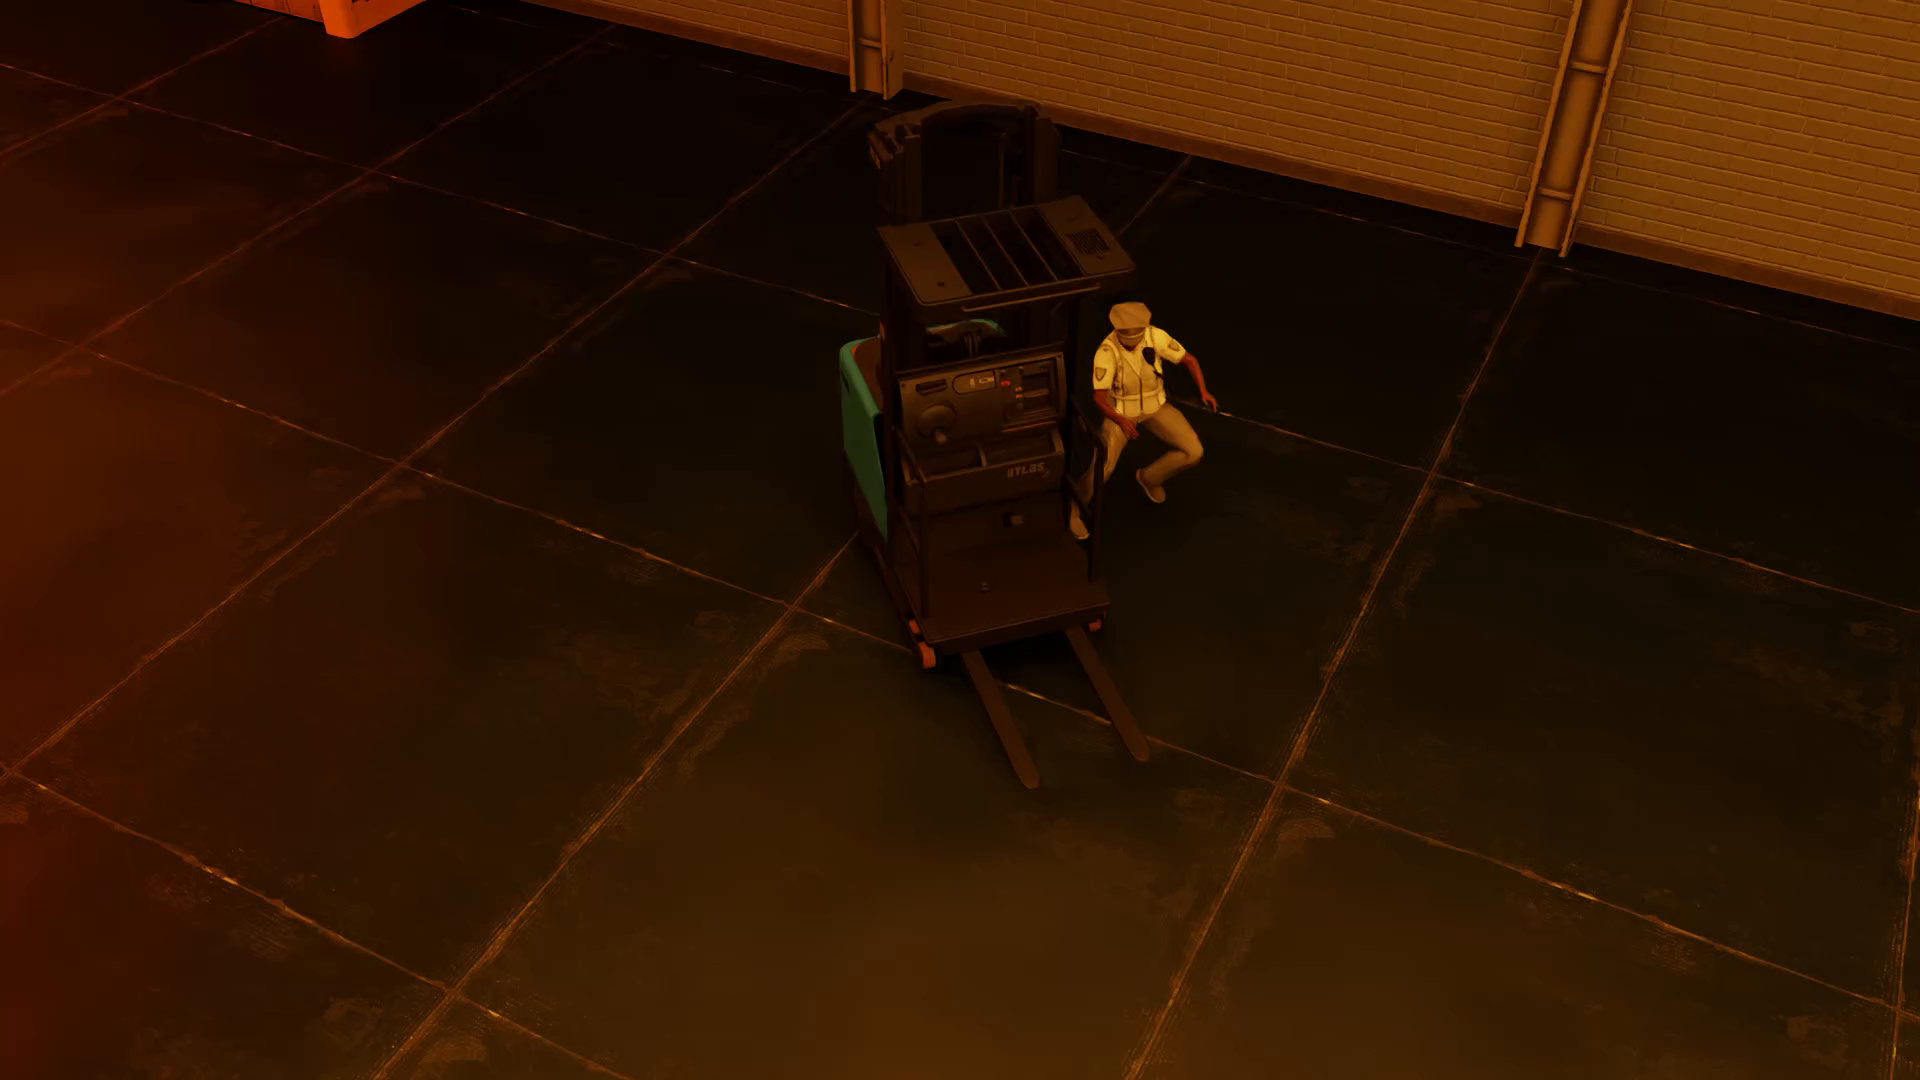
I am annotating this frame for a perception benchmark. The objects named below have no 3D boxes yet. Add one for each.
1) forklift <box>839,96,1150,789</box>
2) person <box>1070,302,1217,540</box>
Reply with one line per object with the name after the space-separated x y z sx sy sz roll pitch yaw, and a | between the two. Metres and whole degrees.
0.195 -0.683 8.798 1.130 2.935 3.031 -12 42 -14 | forklift
1.064 -0.703 9.971 0.858 1.442 0.751 -7 41 -8 | person
